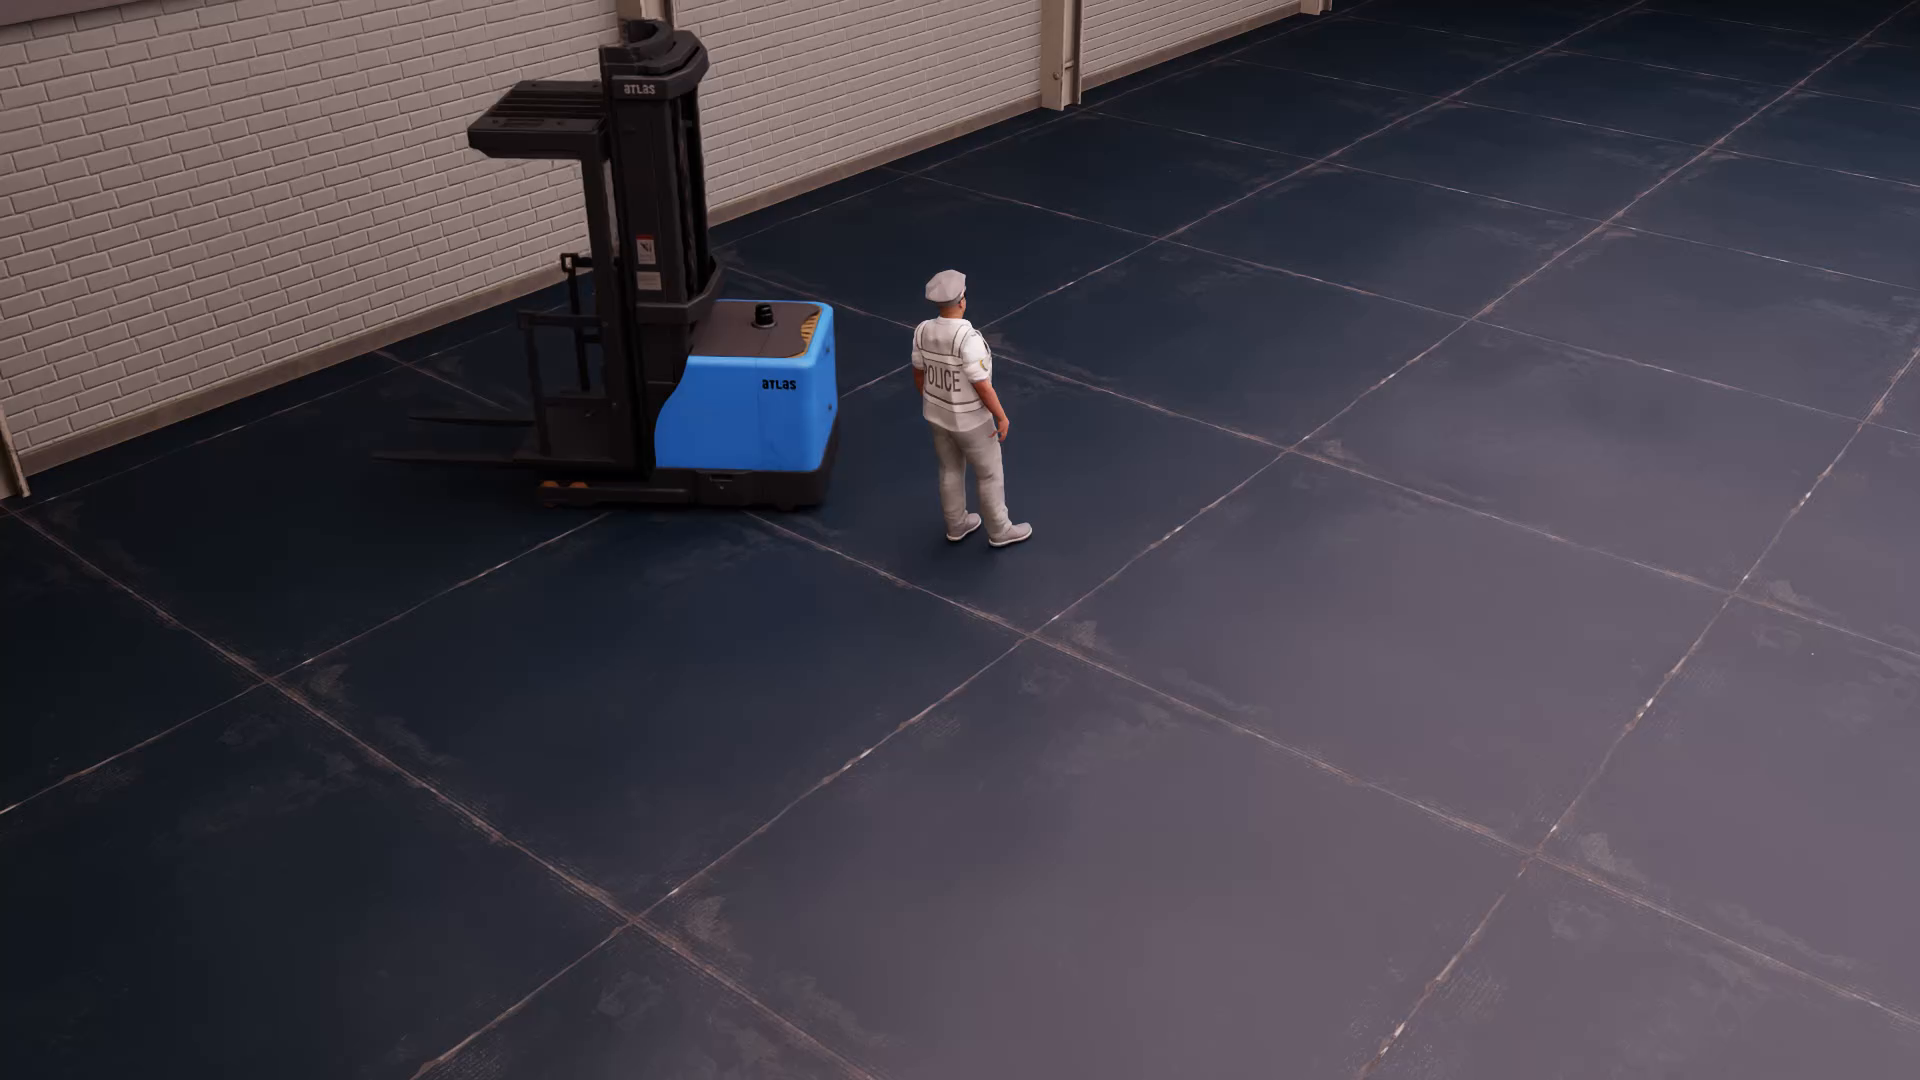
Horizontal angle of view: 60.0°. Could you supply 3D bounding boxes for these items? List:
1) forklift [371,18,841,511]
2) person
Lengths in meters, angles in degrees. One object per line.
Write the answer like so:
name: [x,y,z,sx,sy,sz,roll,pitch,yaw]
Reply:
forklift: [-2.368,-1.739,10.571,3.031,2.935,1.130,2,30,3]
person: [0.058,-0.802,10.092,0.640,1.781,0.575,22,37,33]
